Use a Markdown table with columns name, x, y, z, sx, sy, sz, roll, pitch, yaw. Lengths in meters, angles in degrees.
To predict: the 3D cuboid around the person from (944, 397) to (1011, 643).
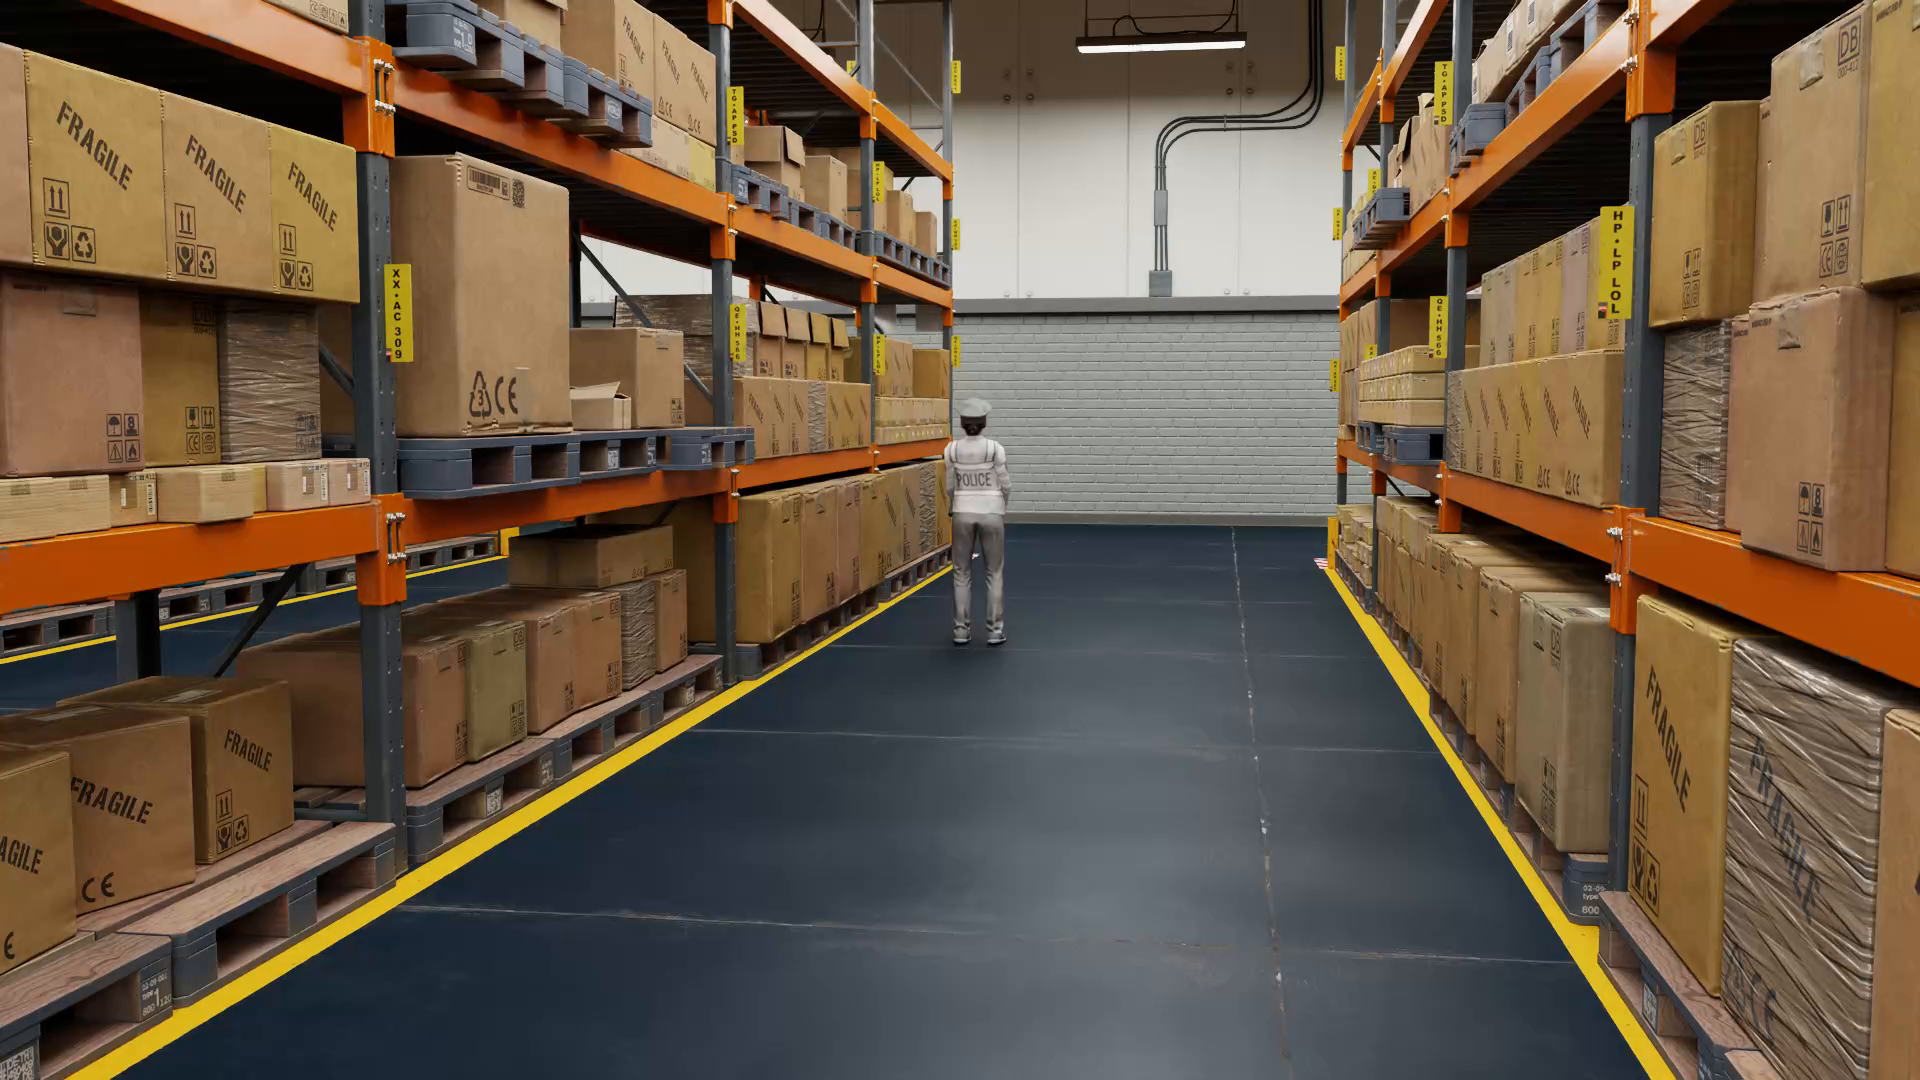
| name | x | y | z | sx | sy | sz | roll | pitch | yaw |
| --- | --- | --- | --- | --- | --- | --- | --- | --- | --- |
| person | 0.125 | -0.137 | 11.450 | 0.460 | 1.686 | 0.564 | 1 | 5 | 8 |
